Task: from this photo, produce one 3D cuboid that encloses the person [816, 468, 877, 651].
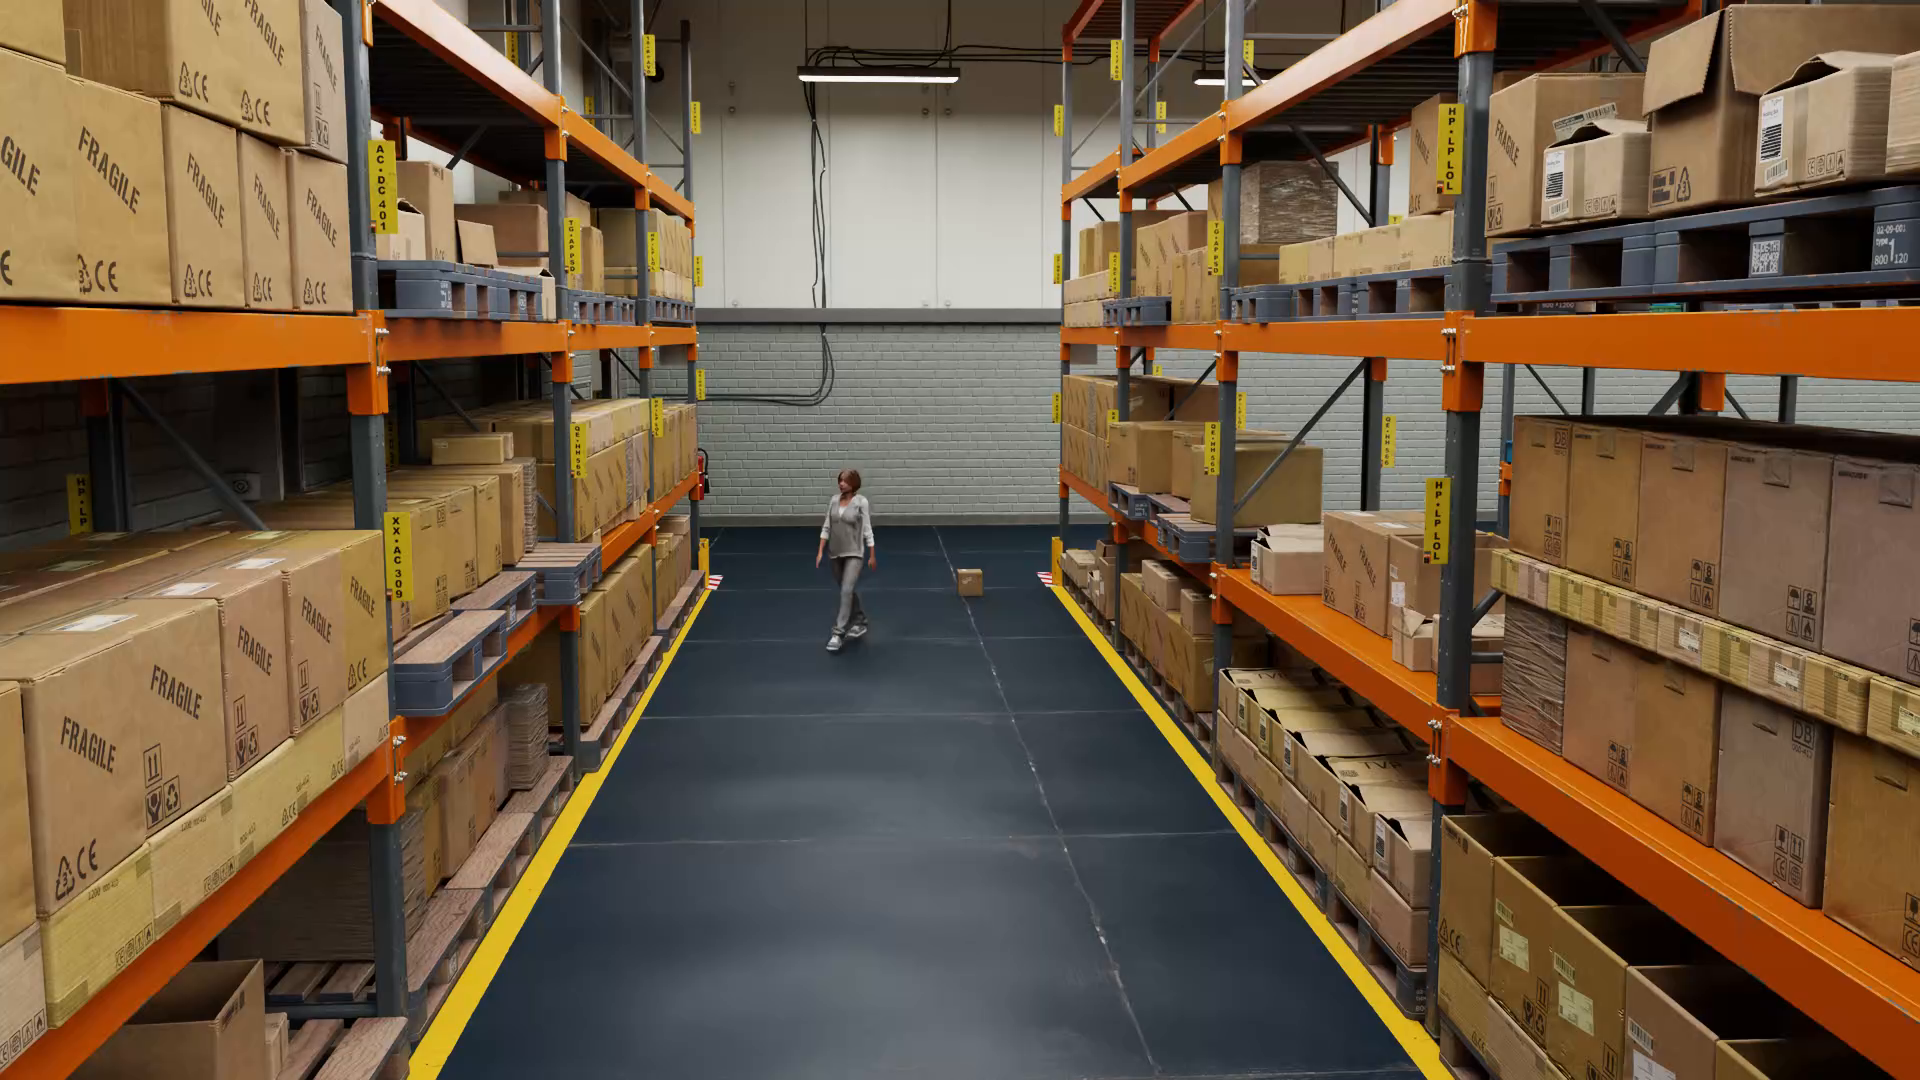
[{"bbox_3d":[-1.030,0.140,14.572,0.447,1.540,0.930,4,8,28],"label":"person"}]
